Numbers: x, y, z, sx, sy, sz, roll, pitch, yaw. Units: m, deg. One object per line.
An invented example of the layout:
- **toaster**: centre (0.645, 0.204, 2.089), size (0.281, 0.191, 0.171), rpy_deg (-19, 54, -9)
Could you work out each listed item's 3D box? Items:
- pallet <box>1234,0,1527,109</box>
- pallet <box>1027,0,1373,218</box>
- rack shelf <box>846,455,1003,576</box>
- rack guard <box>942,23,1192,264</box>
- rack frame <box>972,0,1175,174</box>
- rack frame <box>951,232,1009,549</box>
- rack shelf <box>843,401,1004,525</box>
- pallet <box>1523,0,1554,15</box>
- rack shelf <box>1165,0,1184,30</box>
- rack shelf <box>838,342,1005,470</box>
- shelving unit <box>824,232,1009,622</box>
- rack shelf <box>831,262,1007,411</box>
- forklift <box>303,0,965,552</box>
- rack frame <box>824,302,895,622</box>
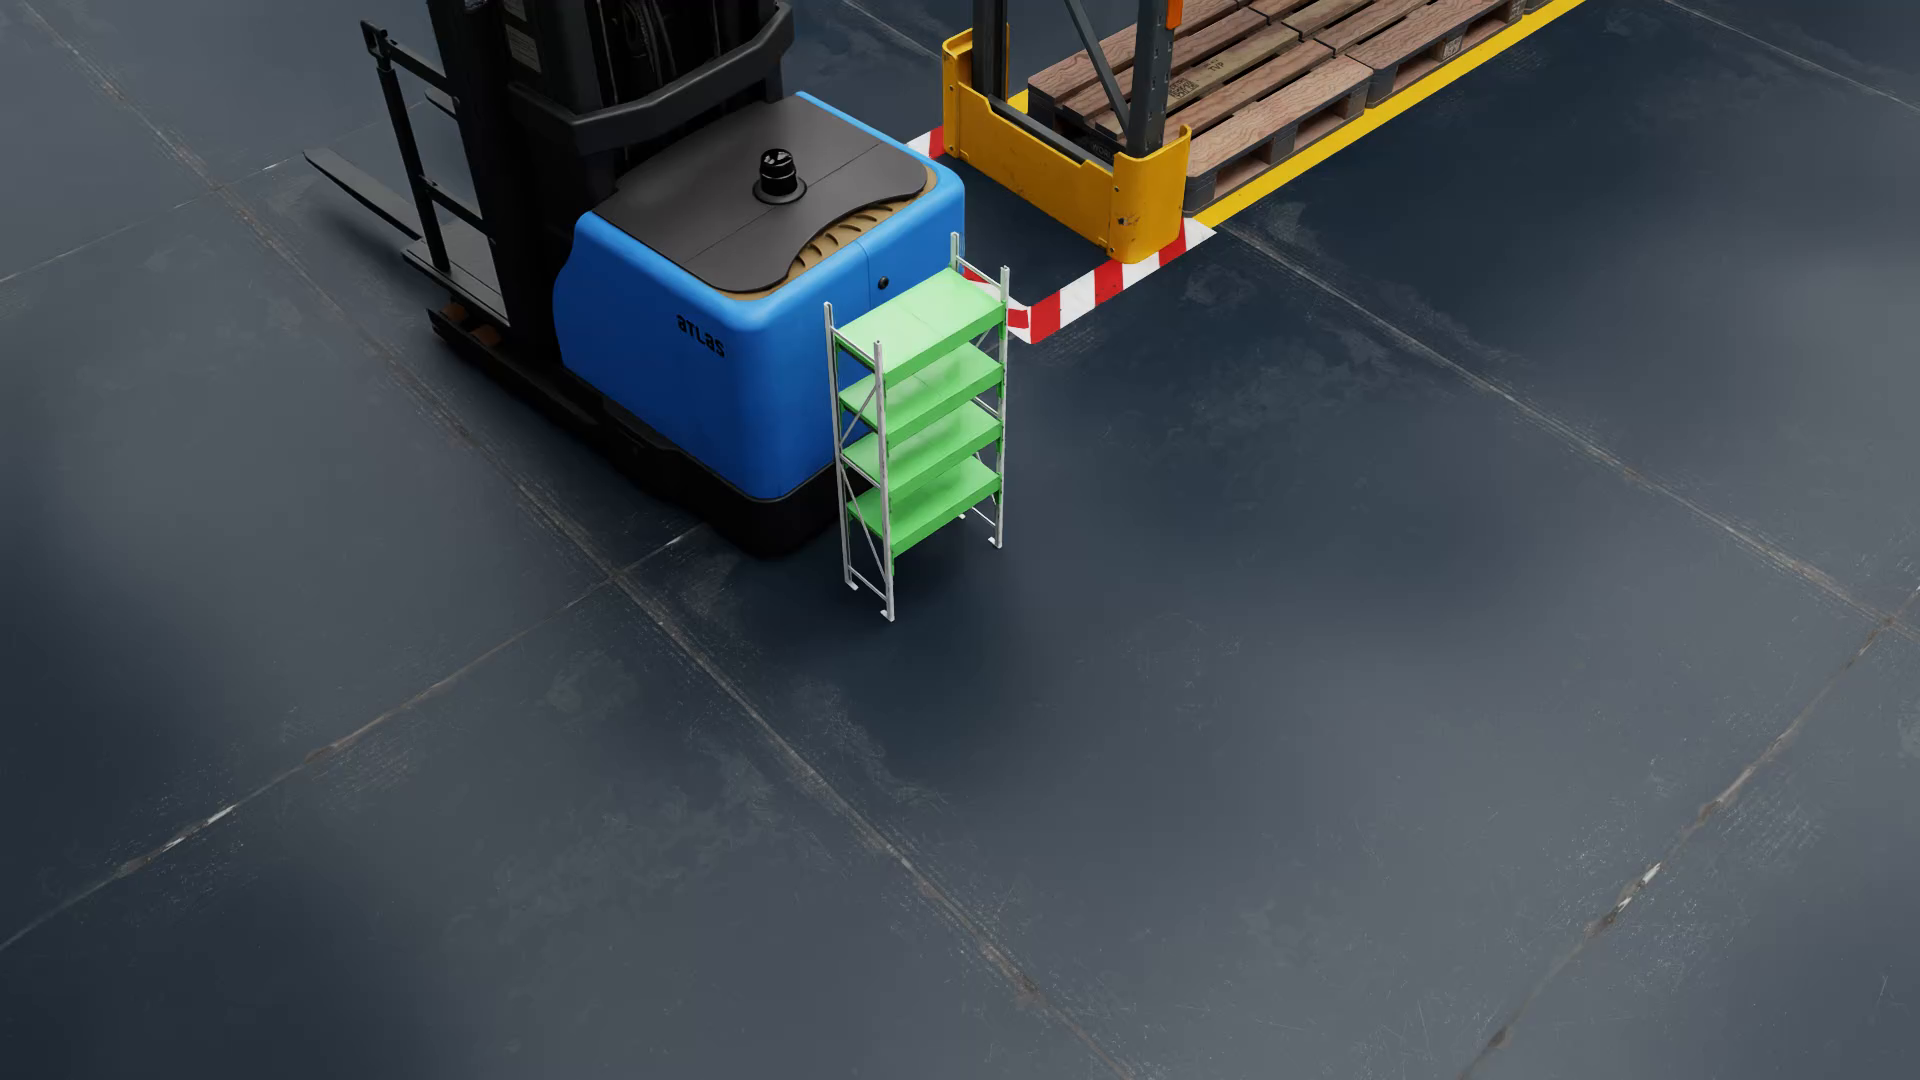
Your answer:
- **pallet**: centre (1.968, -2.585, 7.992), size (1.213, 0.211, 1.003), rpy_deg (-34, 56, -27)
- **pallet**: centre (1.065, -1.985, 7.438), size (1.213, 0.211, 1.003), rpy_deg (-34, 56, -27)
- **rack shelf**: centre (-0.122, -0.119, 5.457), size (0.480, 0.148, 0.258), rpy_deg (-34, 56, -27)
- **rack guard**: centre (0.420, -1.677, 6.958), size (0.348, 0.500, 1.175), rpy_deg (-34, 56, -27)
- **rack frame**: centre (0.429, -2.544, 6.056), size (0.127, 3.000, 1.000), rpy_deg (-34, 56, -27)
- **rack frame**: centre (0.058, -0.446, 5.345), size (0.015, 1.200, 0.240), rpy_deg (-34, 56, -27)
- **rack shelf**: centre (-0.122, -0.282, 5.280), size (0.480, 0.148, 0.258), rpy_deg (-34, 56, -27)
- **pallet**: centre (2.871, -3.191, 8.551), size (1.213, 0.211, 1.003), rpy_deg (-34, 56, -27)
- **rack shelf**: centre (1.909, -3.289, 7.233), size (4.000, 0.370, 1.077), rpy_deg (-34, 56, -27)
- **rack shelf**: centre (-0.122, -0.444, 5.104), size (0.480, 0.148, 0.258), rpy_deg (-34, 56, -27)
- **shelving unit**: centre (-0.122, -0.325, 5.234), size (0.503, 1.200, 0.258), rpy_deg (-34, 56, -27)
- **rack shelf**: centre (-0.122, -0.607, 4.928), size (0.480, 0.148, 0.258), rpy_deg (-34, 56, -27)
- **forklift**: centre (-1.400, -1.905, 5.513), size (3.031, 2.935, 1.130), rpy_deg (34, 56, 27)
- **rack frame**: centre (-0.303, -0.204, 5.122), size (0.015, 1.200, 0.240), rpy_deg (-34, 56, -27)
